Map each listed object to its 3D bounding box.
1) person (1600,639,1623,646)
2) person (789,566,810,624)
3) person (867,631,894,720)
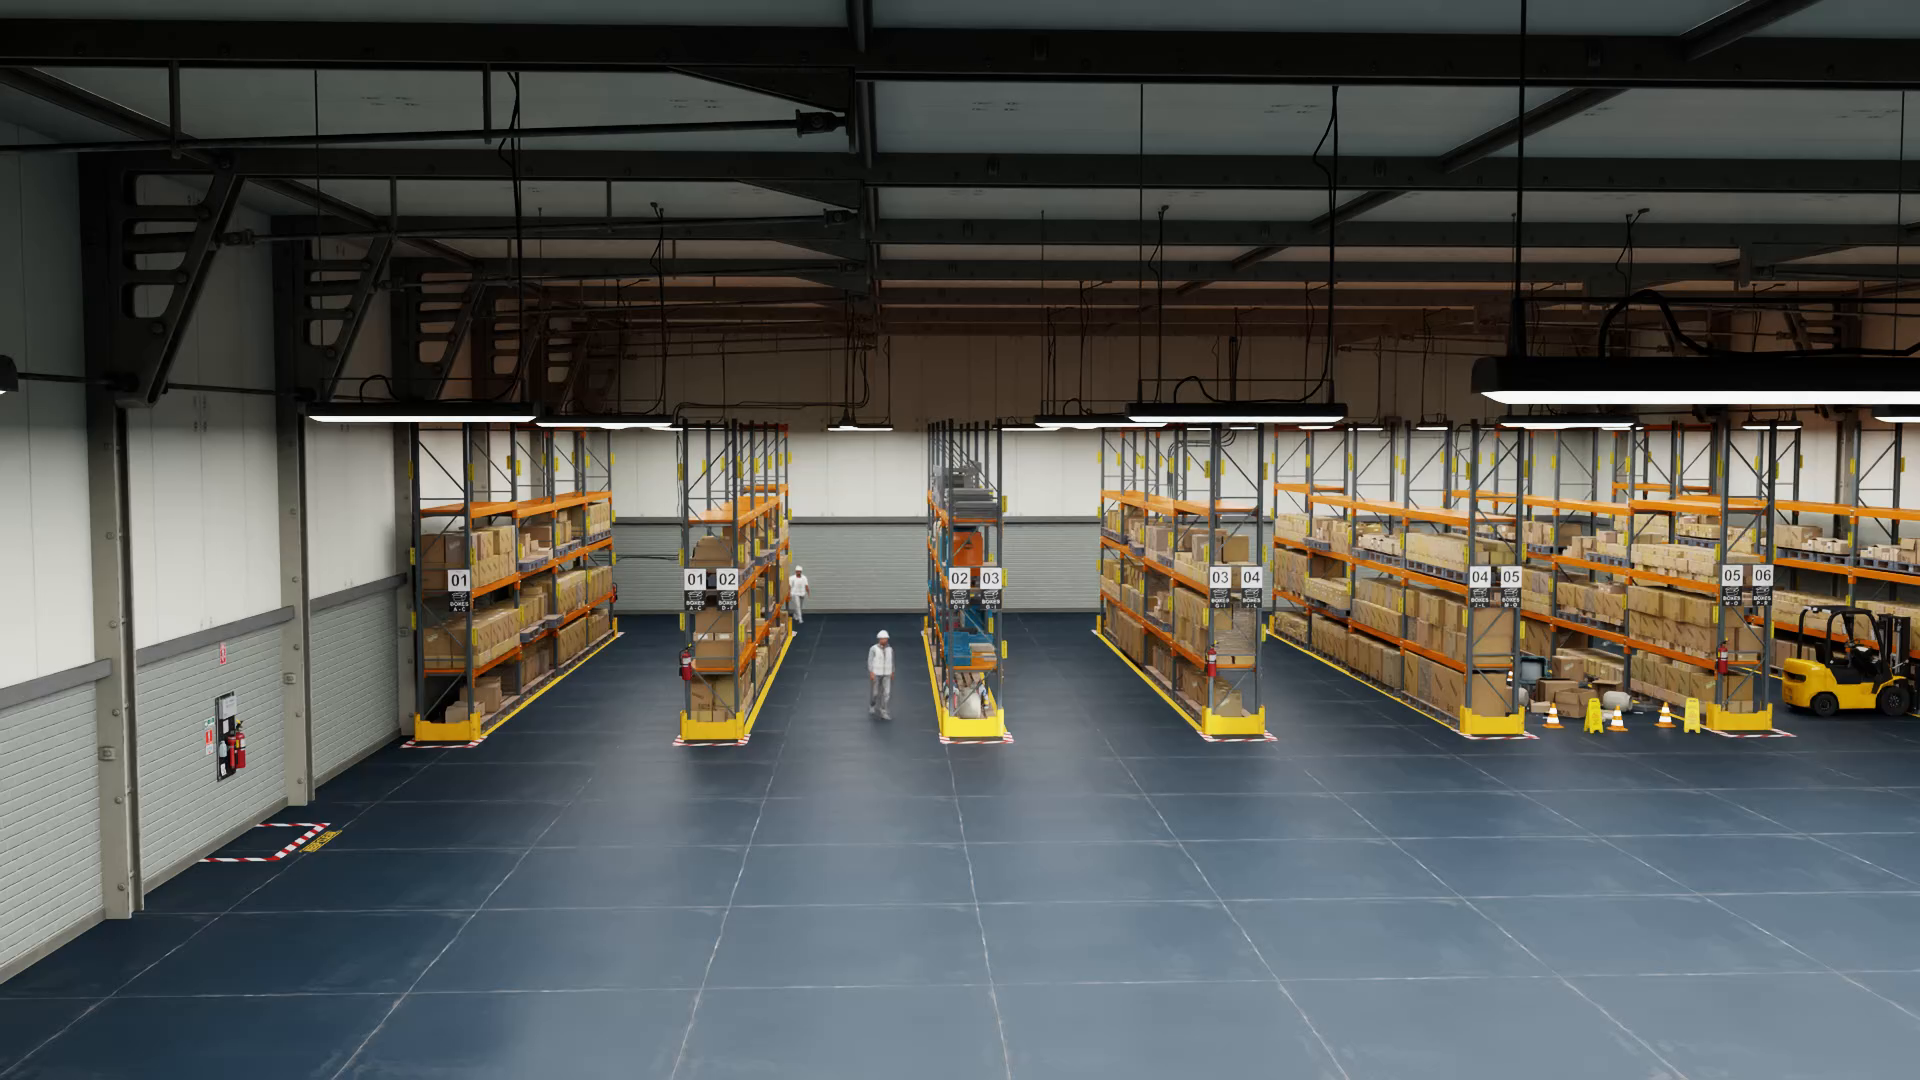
[{"bbox_3d":[17.642,2.080,44.779,0.407,1.606,0.646,-2,4,-25],"label":"person"},{"bbox_3d":[-4.865,1.641,50.182,0.601,1.707,1.122,-2,4,-28],"label":"person"},{"bbox_3d":[-1.570,2.708,33.567,0.619,1.750,0.833,-2,4,-27],"label":"person"}]
